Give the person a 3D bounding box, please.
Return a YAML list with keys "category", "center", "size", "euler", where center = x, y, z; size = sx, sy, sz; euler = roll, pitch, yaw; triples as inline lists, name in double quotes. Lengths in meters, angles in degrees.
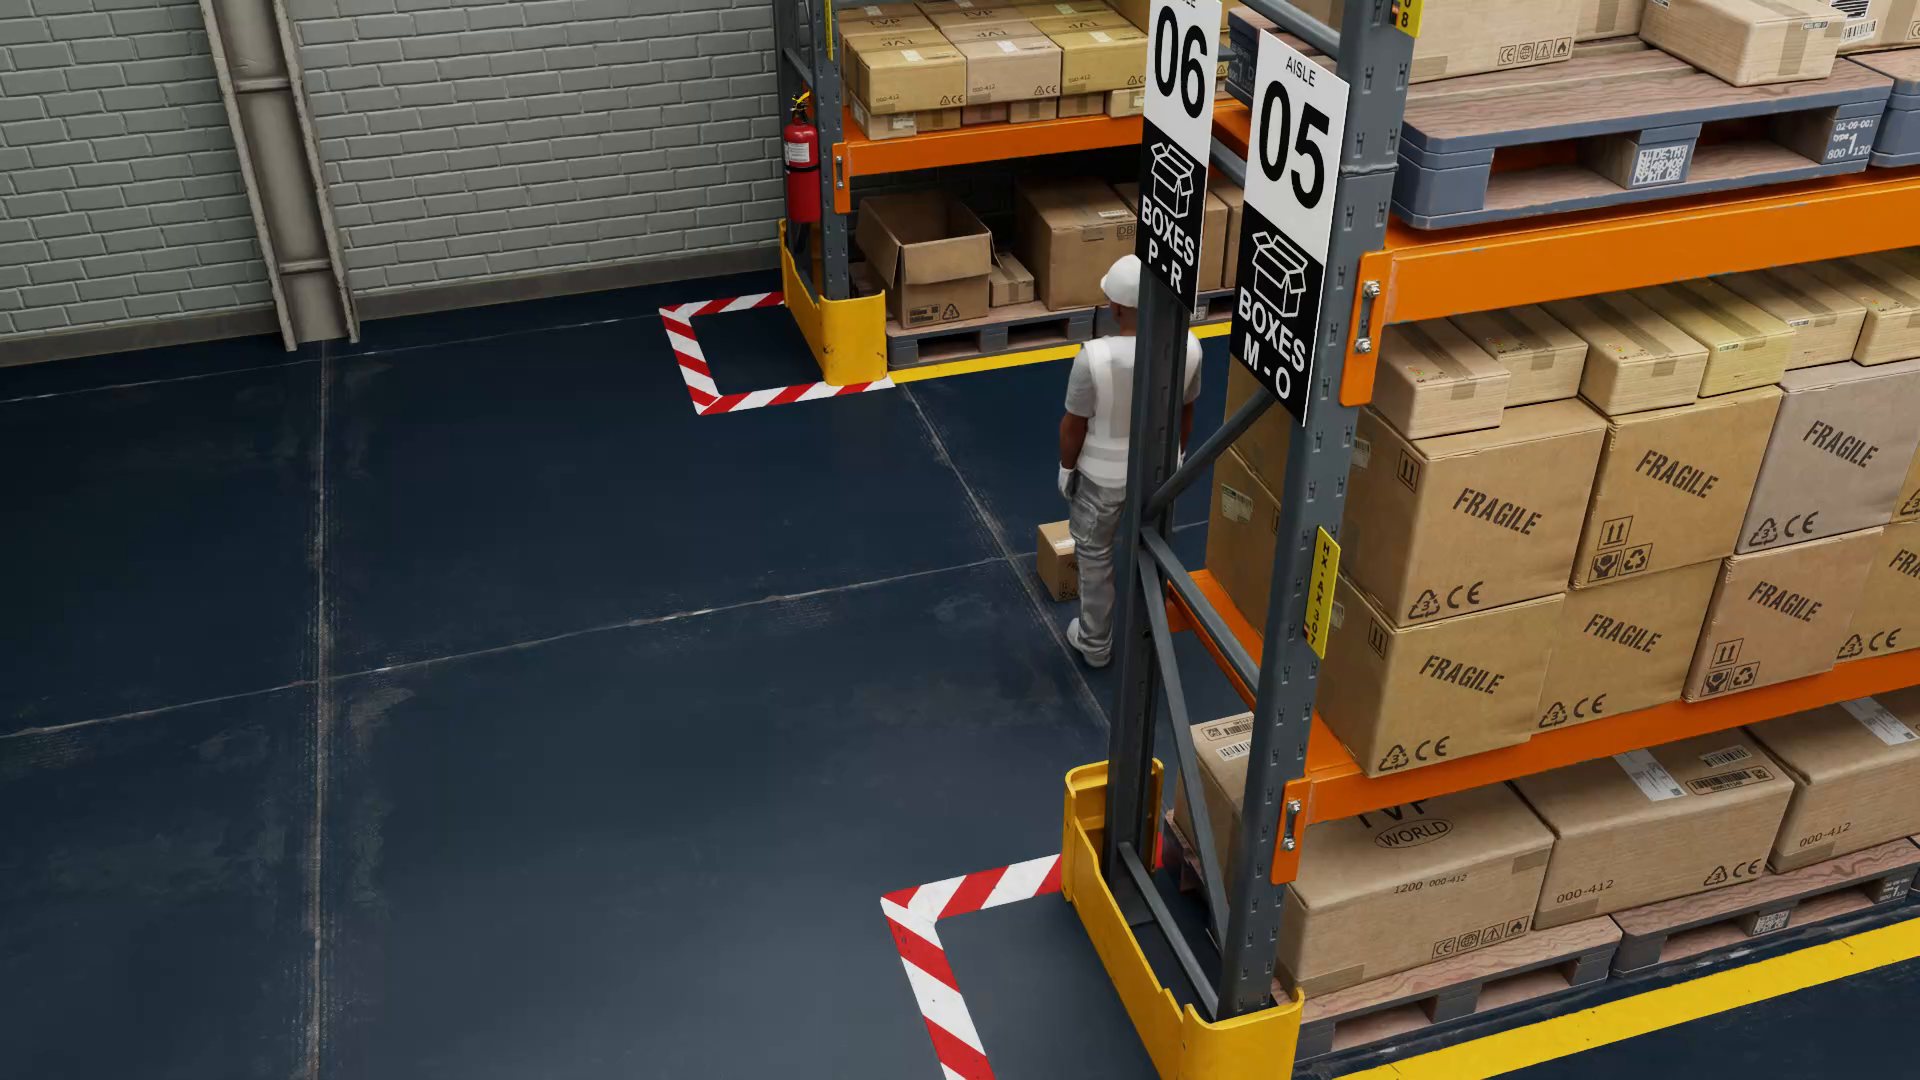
- category: "person"
  center: [0.643, -0.289, 6.562]
  size: [0.547, 1.777, 0.359]
  euler: [-9, 35, -14]
